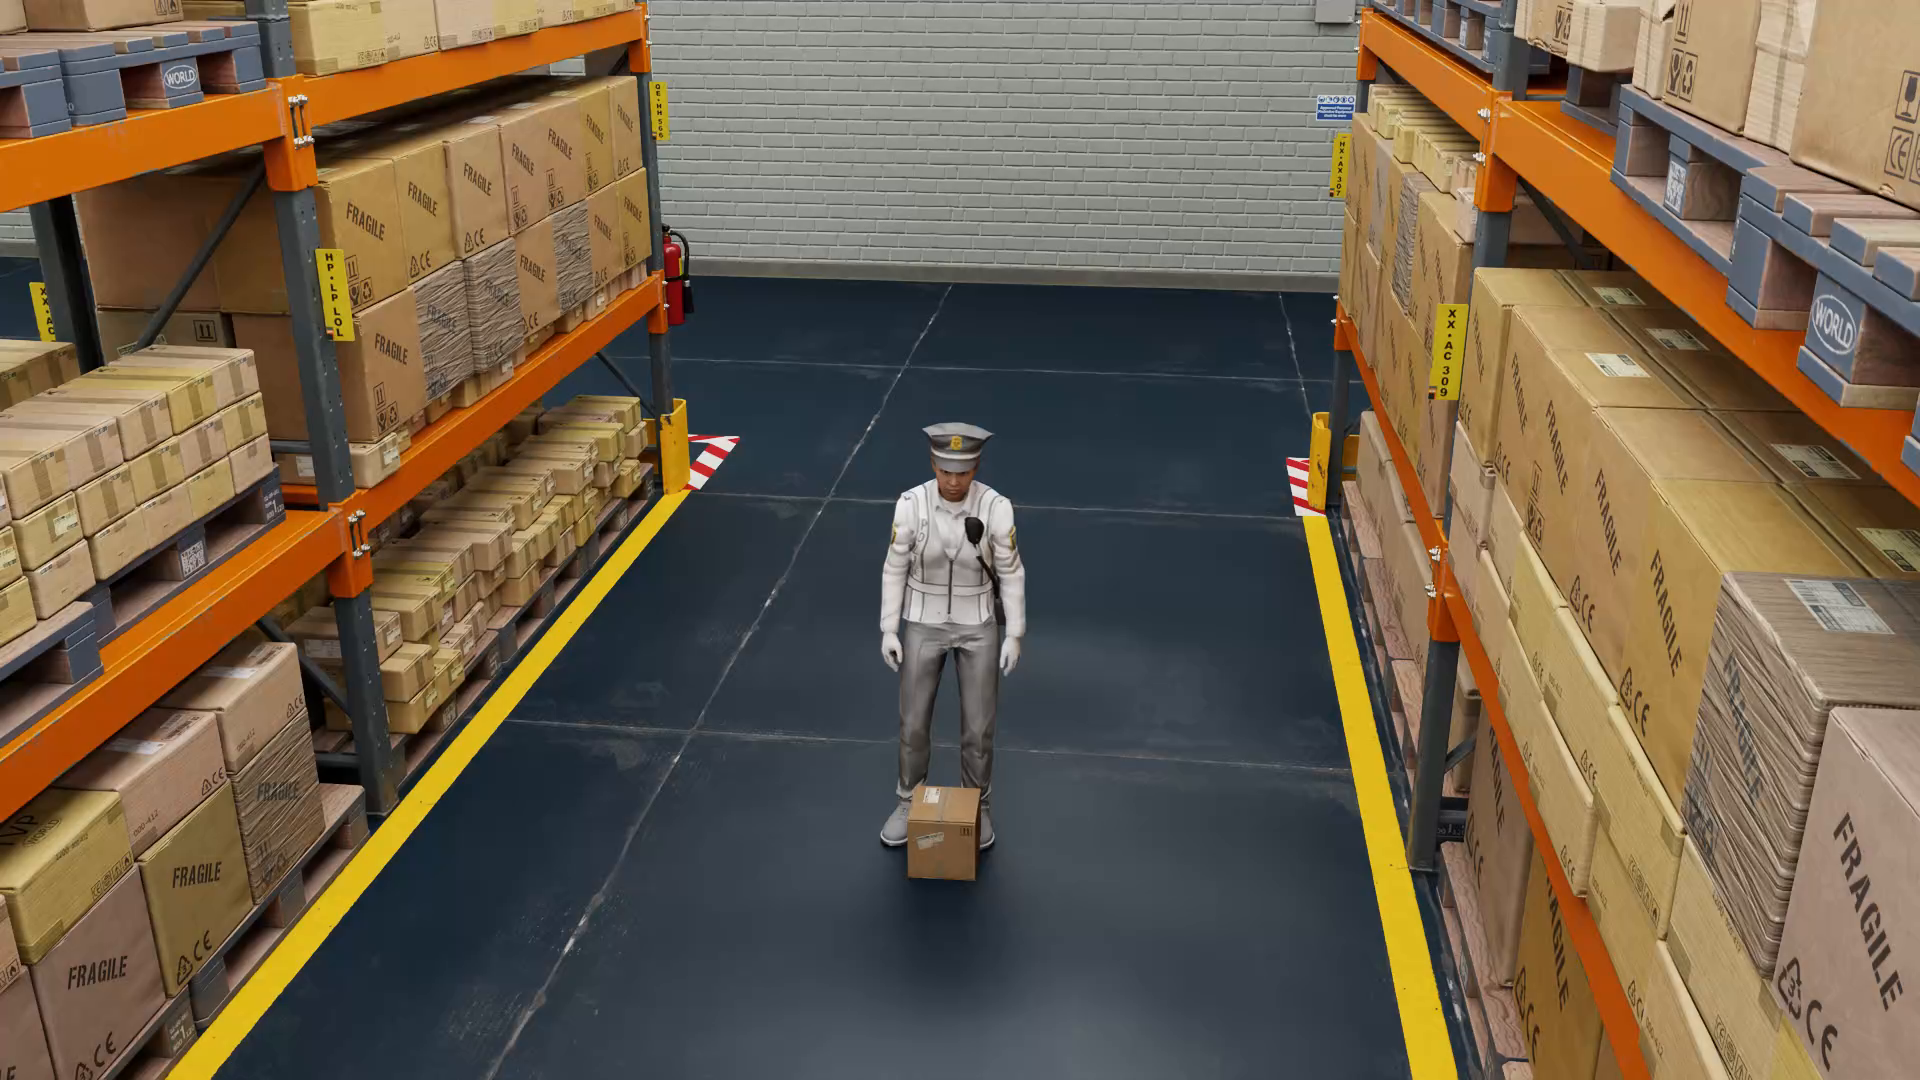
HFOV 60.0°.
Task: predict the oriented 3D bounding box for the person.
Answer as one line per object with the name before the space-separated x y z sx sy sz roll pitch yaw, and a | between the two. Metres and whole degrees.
person | -0.028 0.350 6.179 0.544 1.666 0.371 2 21 4
